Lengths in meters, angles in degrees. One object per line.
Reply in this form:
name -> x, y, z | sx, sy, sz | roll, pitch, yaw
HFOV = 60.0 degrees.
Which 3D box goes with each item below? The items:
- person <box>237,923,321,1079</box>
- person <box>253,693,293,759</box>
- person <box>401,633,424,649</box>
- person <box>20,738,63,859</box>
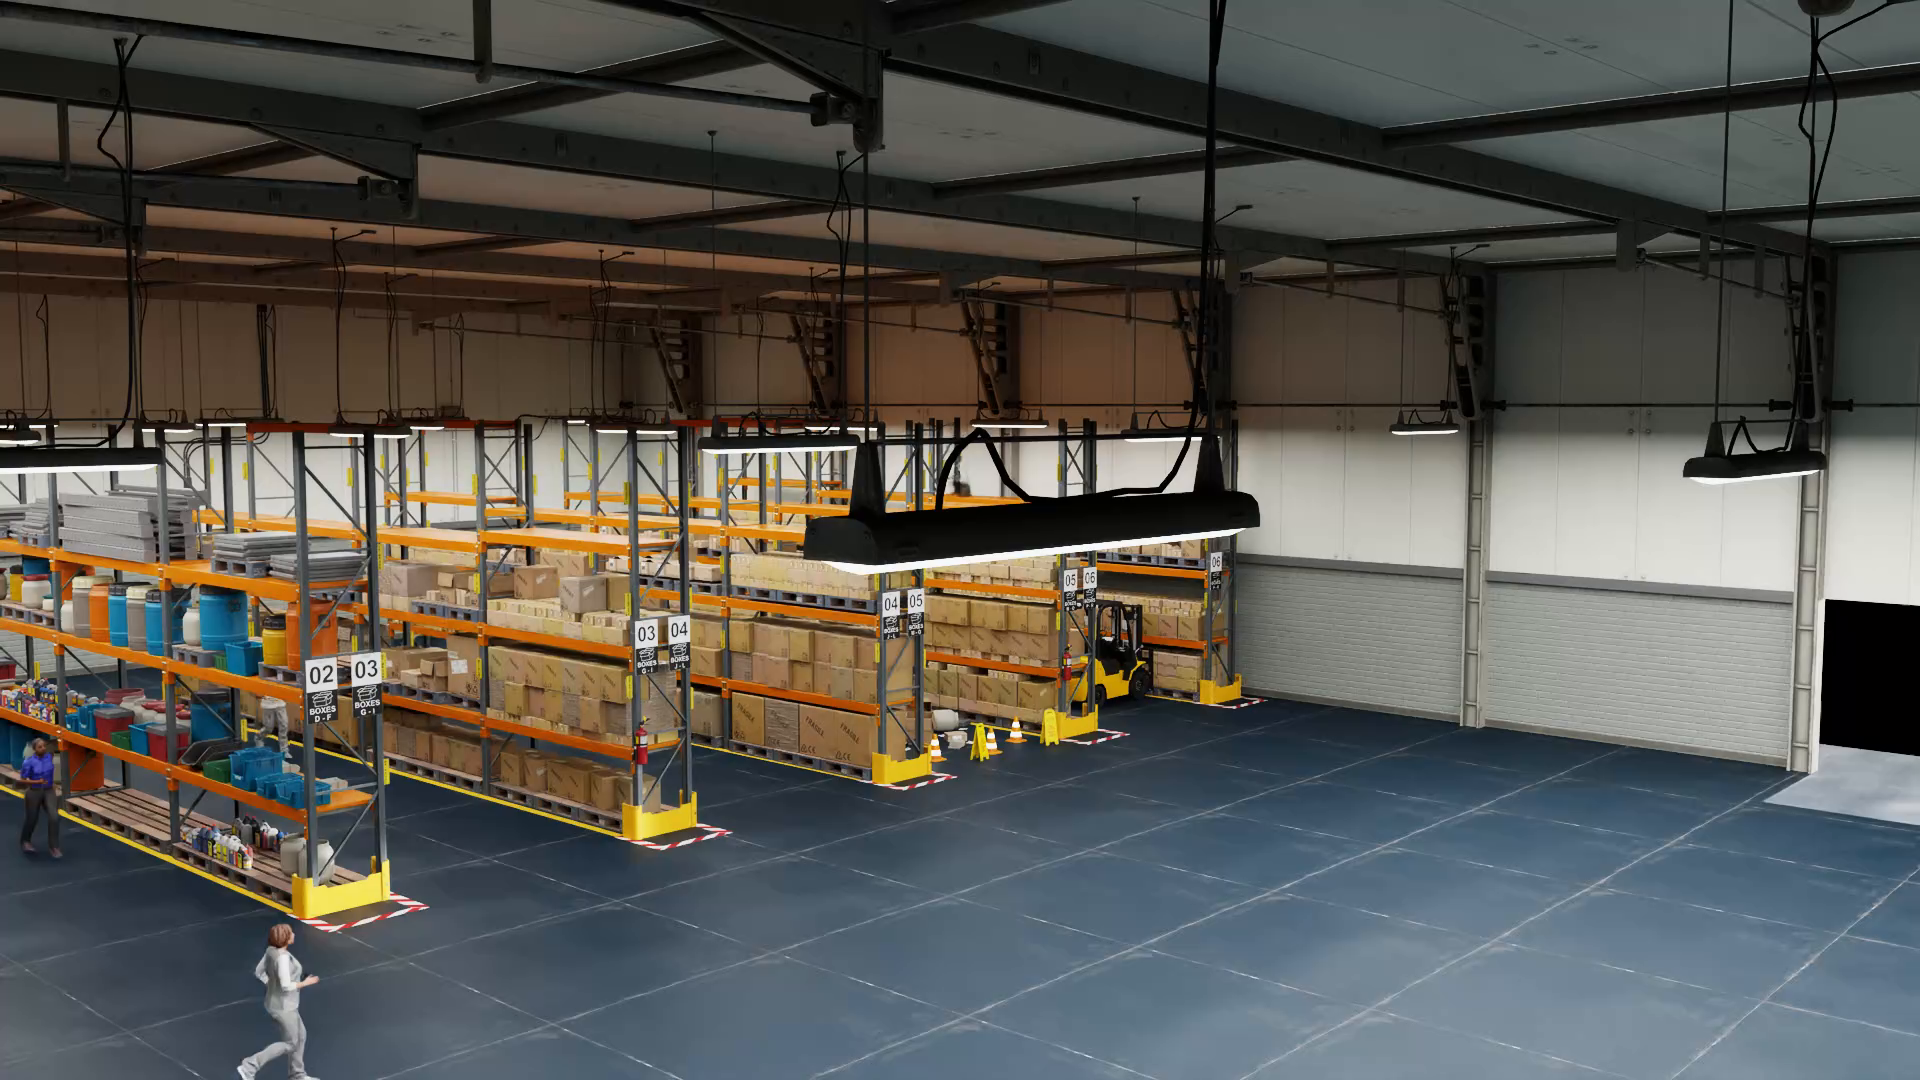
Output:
person -> -6.258, 4.295, 15.240 | 0.730, 1.574, 0.546 | -3, 6, -34
person -> -12.325, 3.006, 29.812 | 0.968, 1.788, 0.683 | 3, 6, 34
person -> -13.175, 2.224, 39.924 | 0.566, 1.730, 0.779 | 0, 5, 6
person -> -12.903, 3.611, 23.297 | 0.843, 1.707, 0.535 | 3, 6, 36
